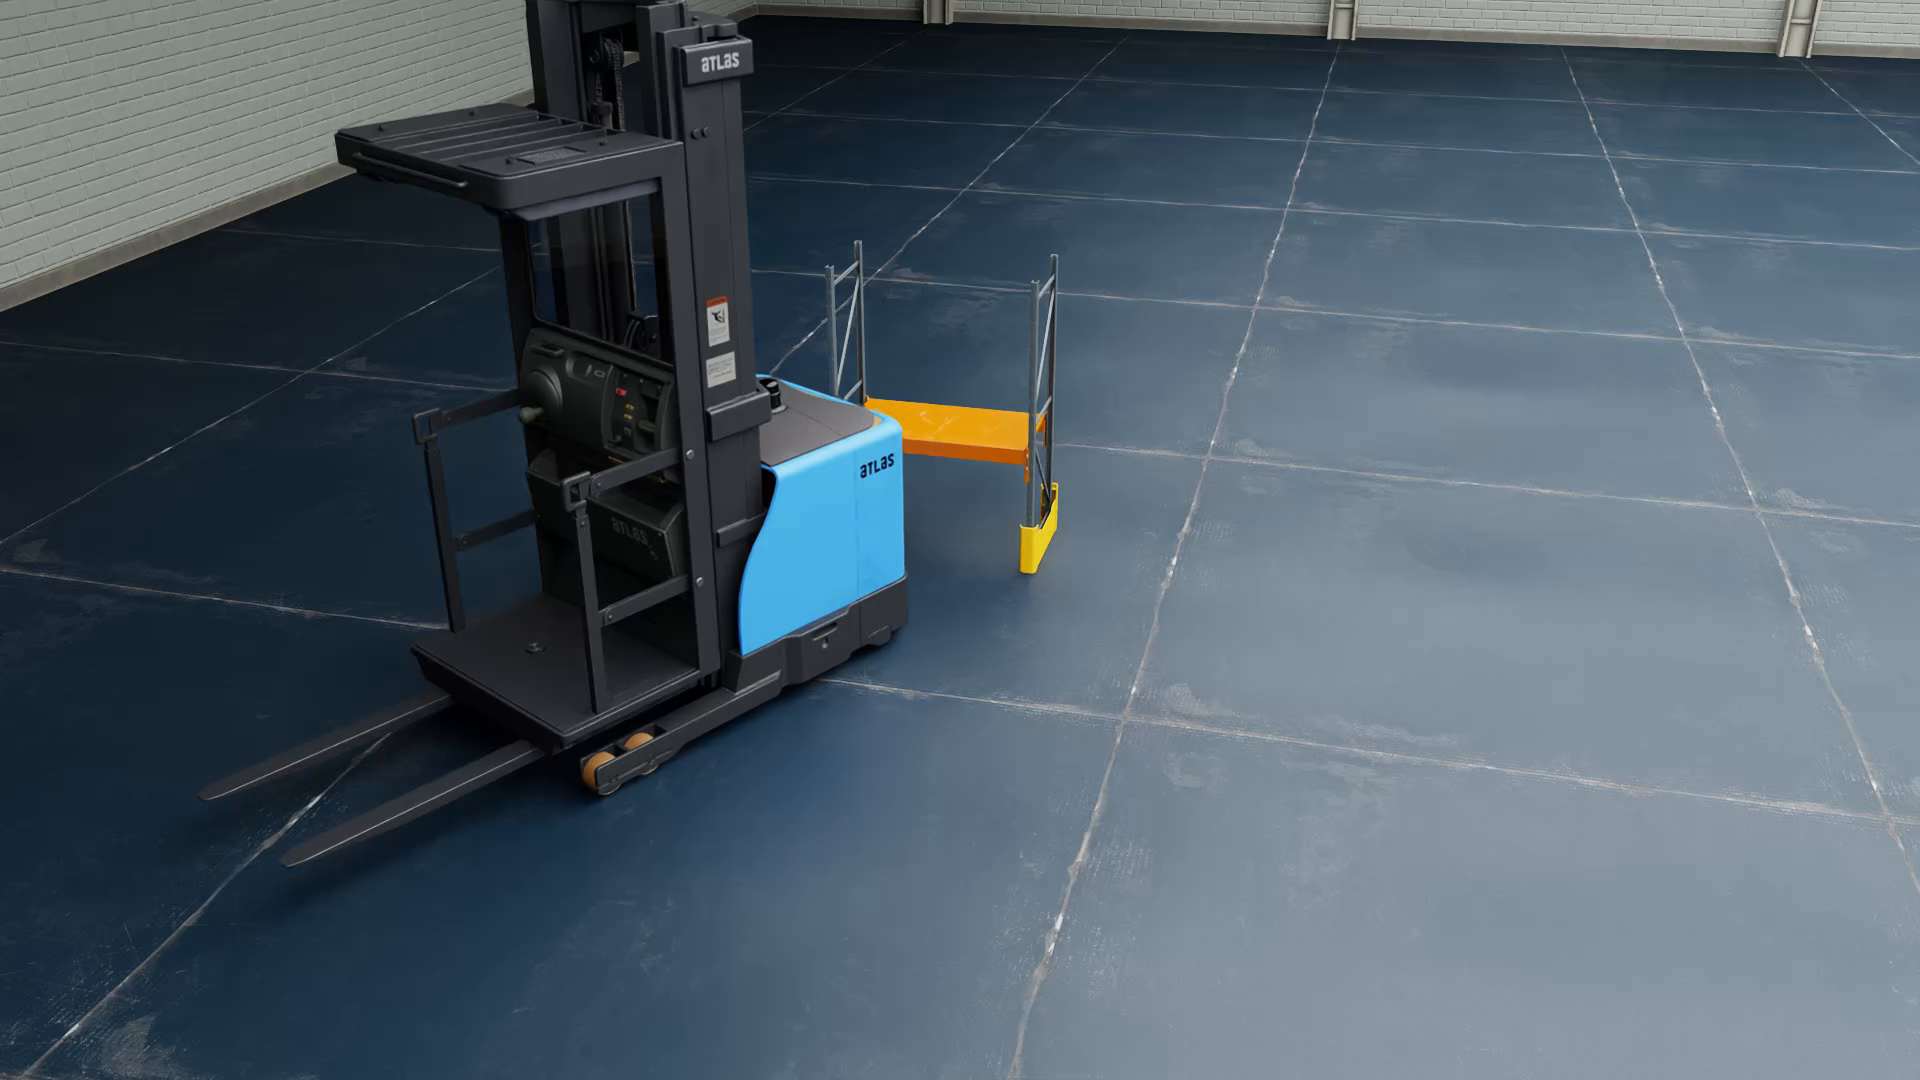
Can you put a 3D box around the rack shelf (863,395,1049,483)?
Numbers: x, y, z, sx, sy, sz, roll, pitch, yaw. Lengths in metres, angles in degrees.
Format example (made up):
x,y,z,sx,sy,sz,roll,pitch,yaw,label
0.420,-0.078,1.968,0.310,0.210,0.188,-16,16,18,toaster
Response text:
x,y,z,sx,sy,sz,roll,pitch,yaw,label
-0.083,-0.524,8.524,1.000,0.185,0.538,6,26,13,rack shelf

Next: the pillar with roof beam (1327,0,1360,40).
x,y,z,sx,sy,sz,roll,pitch,yaw,label
4.412,-9.489,18.212,0.400,9.000,9.100,6,26,13,pillar with roof beam

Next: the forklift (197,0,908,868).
x,y,z,sx,sy,sz,roll,pitch,yaw,label
-1.599,-0.556,6.507,1.130,2.935,3.031,21,33,37,forklift

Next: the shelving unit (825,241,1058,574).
x,y,z,sx,sy,sz,roll,pitch,yaw,label
-0.074,-0.685,8.445,1.083,1.500,0.587,6,26,13,shelving unit

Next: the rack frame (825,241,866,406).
x,y,z,sx,sy,sz,roll,pitch,yaw,label
-0.575,-0.741,8.561,0.032,1.500,0.500,6,26,13,rack frame

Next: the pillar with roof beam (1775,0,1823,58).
x,y,z,sx,sy,sz,roll,pitch,yaw,label
10.223,-8.846,16.863,0.400,9.000,9.100,6,26,13,pillar with roof beam

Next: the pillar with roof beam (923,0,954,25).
x,y,z,sx,sy,sz,roll,pitch,yaw,label
-1.399,-10.131,19.561,0.400,9.000,9.100,6,26,13,pillar with roof beam

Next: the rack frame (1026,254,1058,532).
x,y,z,sx,sy,sz,roll,pitch,yaw,label
0.410,-0.632,8.332,0.032,1.500,0.500,6,26,13,rack frame

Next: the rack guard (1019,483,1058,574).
x,y,z,sx,sy,sz,roll,pitch,yaw,label
0.408,-0.068,8.601,0.087,0.250,0.587,6,26,13,rack guard
